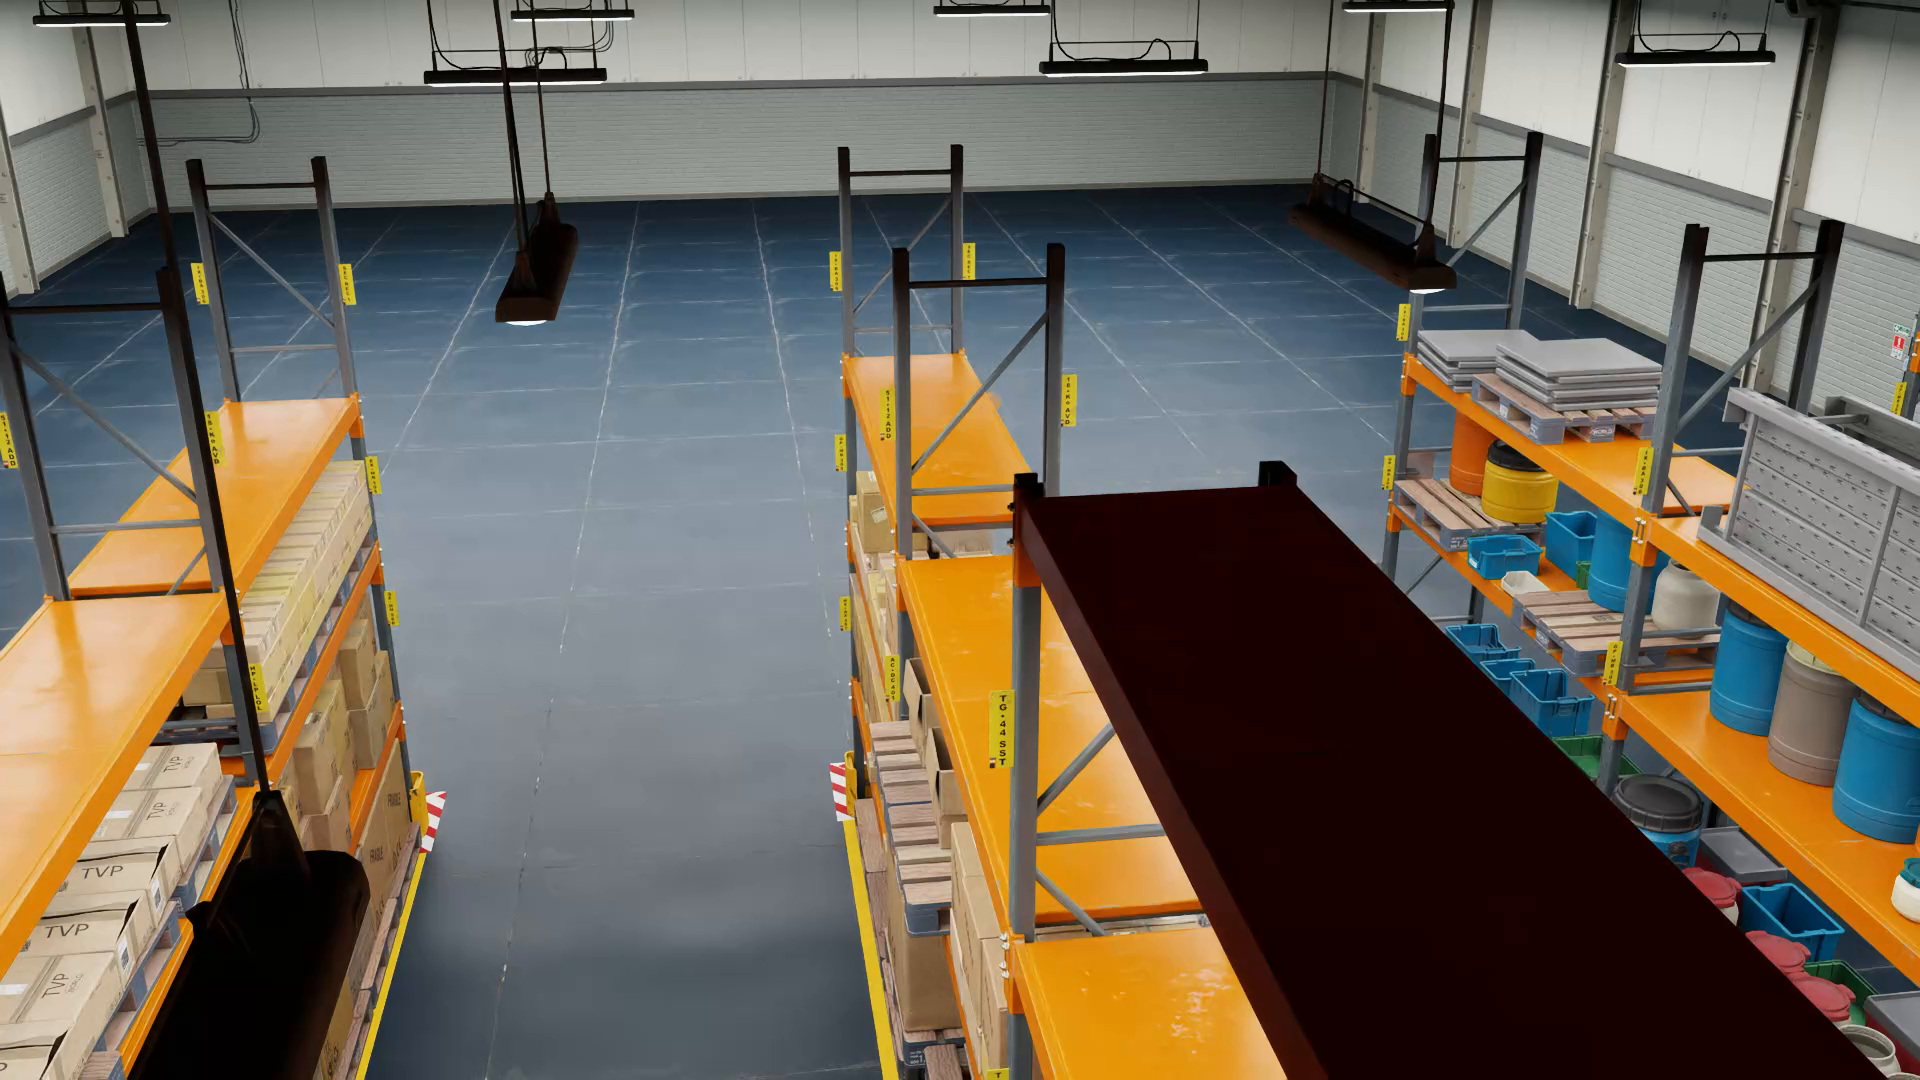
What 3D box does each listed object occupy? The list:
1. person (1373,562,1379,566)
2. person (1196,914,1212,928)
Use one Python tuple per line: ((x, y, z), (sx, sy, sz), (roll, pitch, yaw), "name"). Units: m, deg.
((4.062, 0.988, 16.879), (0.533, 1.705, 0.377), (0, 22, -1), "person")
((1.702, 2.892, 11.988), (0.634, 1.658, 1.008), (-2, 22, -6), "person")
